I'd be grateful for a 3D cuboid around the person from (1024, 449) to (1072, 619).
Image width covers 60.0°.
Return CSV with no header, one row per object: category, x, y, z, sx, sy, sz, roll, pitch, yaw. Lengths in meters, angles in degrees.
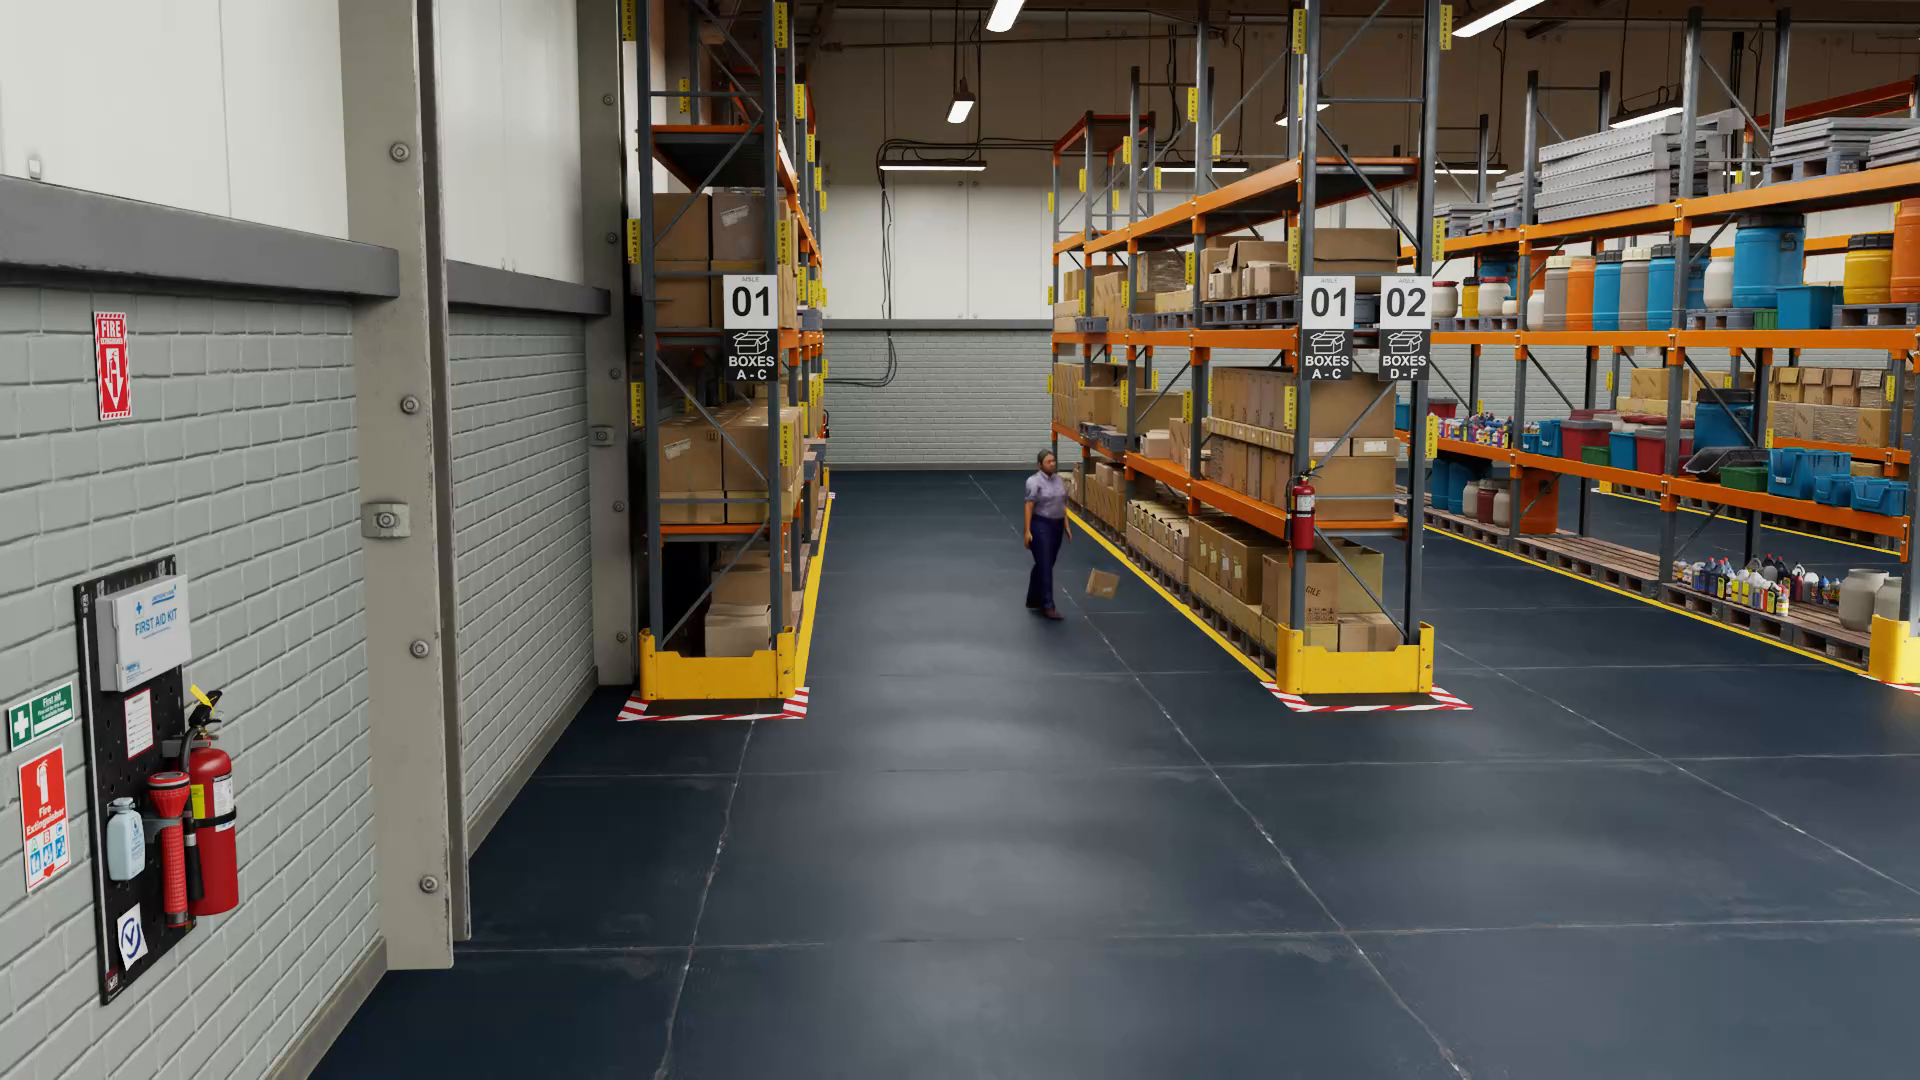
person,0.836,-0.075,16.421,0.630,1.640,0.594,6,9,41
